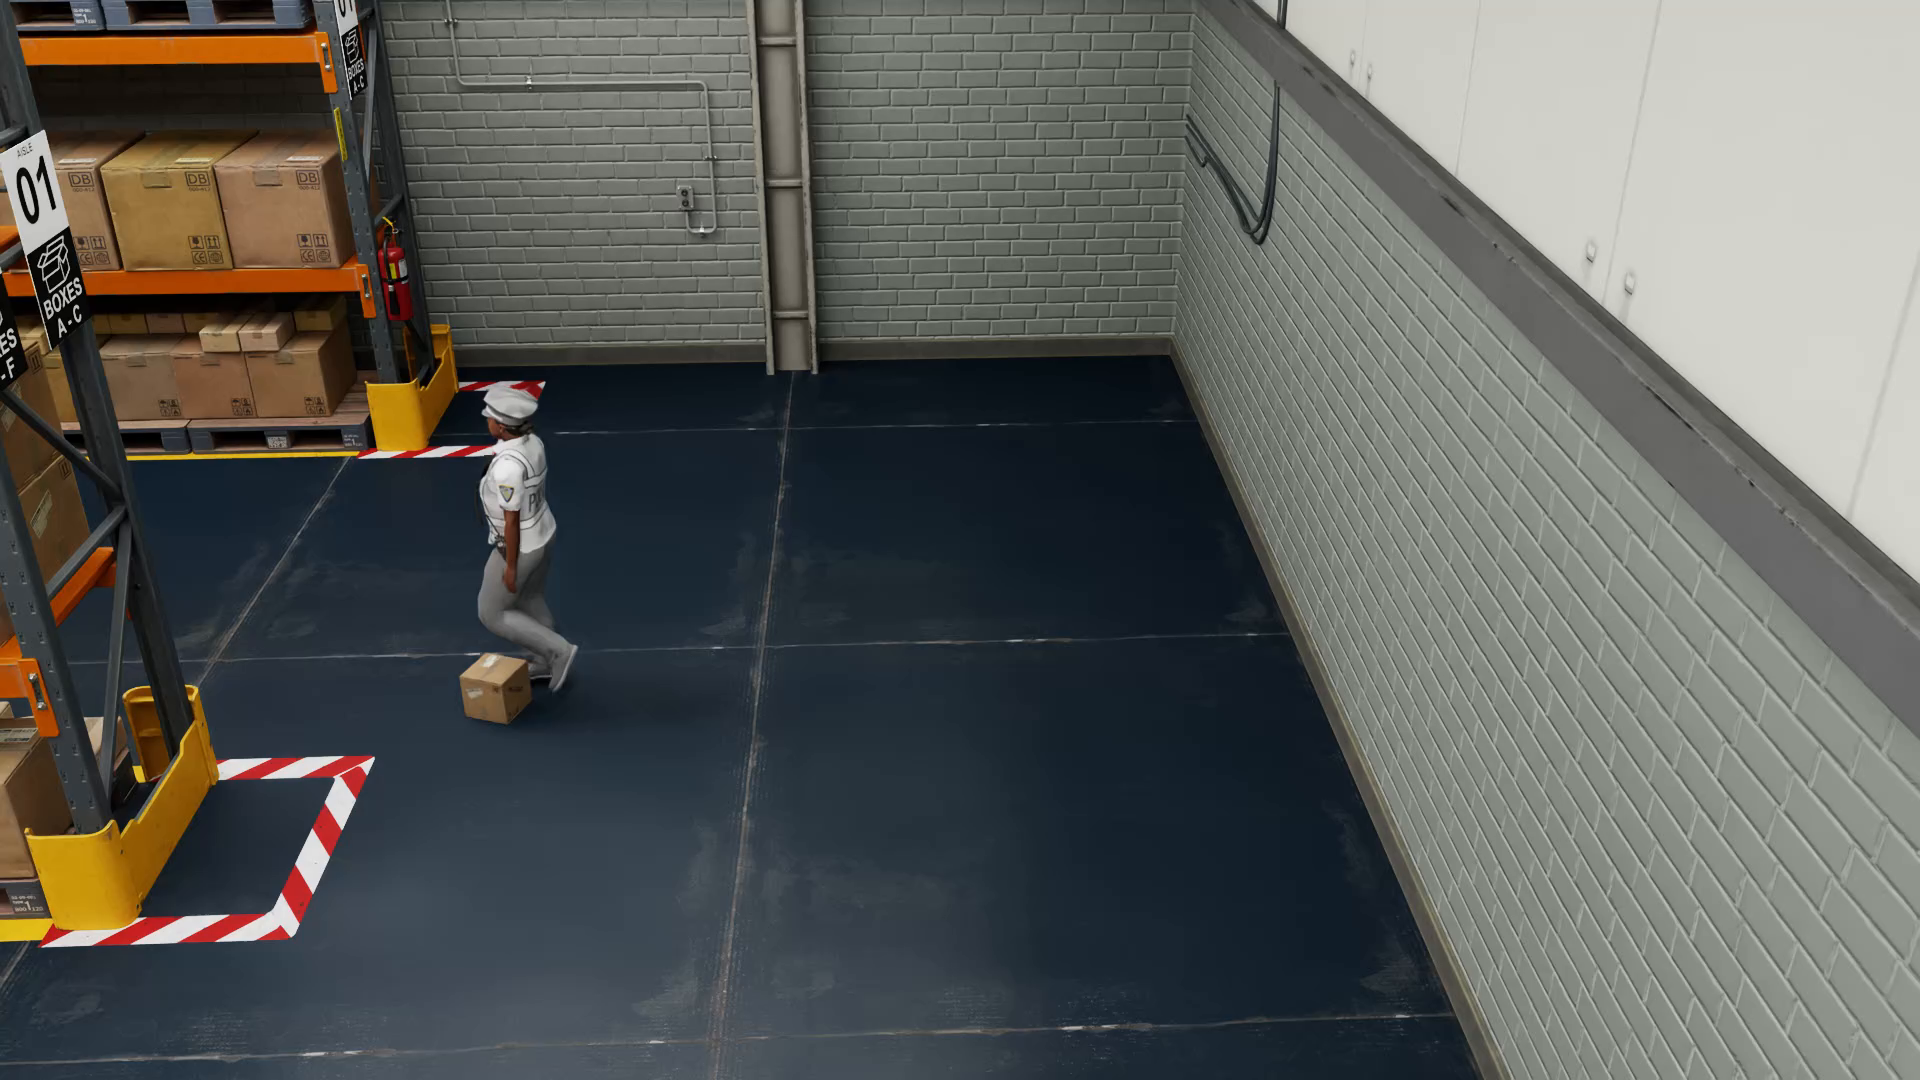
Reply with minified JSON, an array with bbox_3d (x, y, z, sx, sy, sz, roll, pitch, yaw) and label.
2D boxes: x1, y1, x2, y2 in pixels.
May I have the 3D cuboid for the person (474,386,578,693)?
[{"bbox_3d":[-2.231,0.019,8.500,0.454,1.680,0.478,3,28,5],"label":"person"}]
